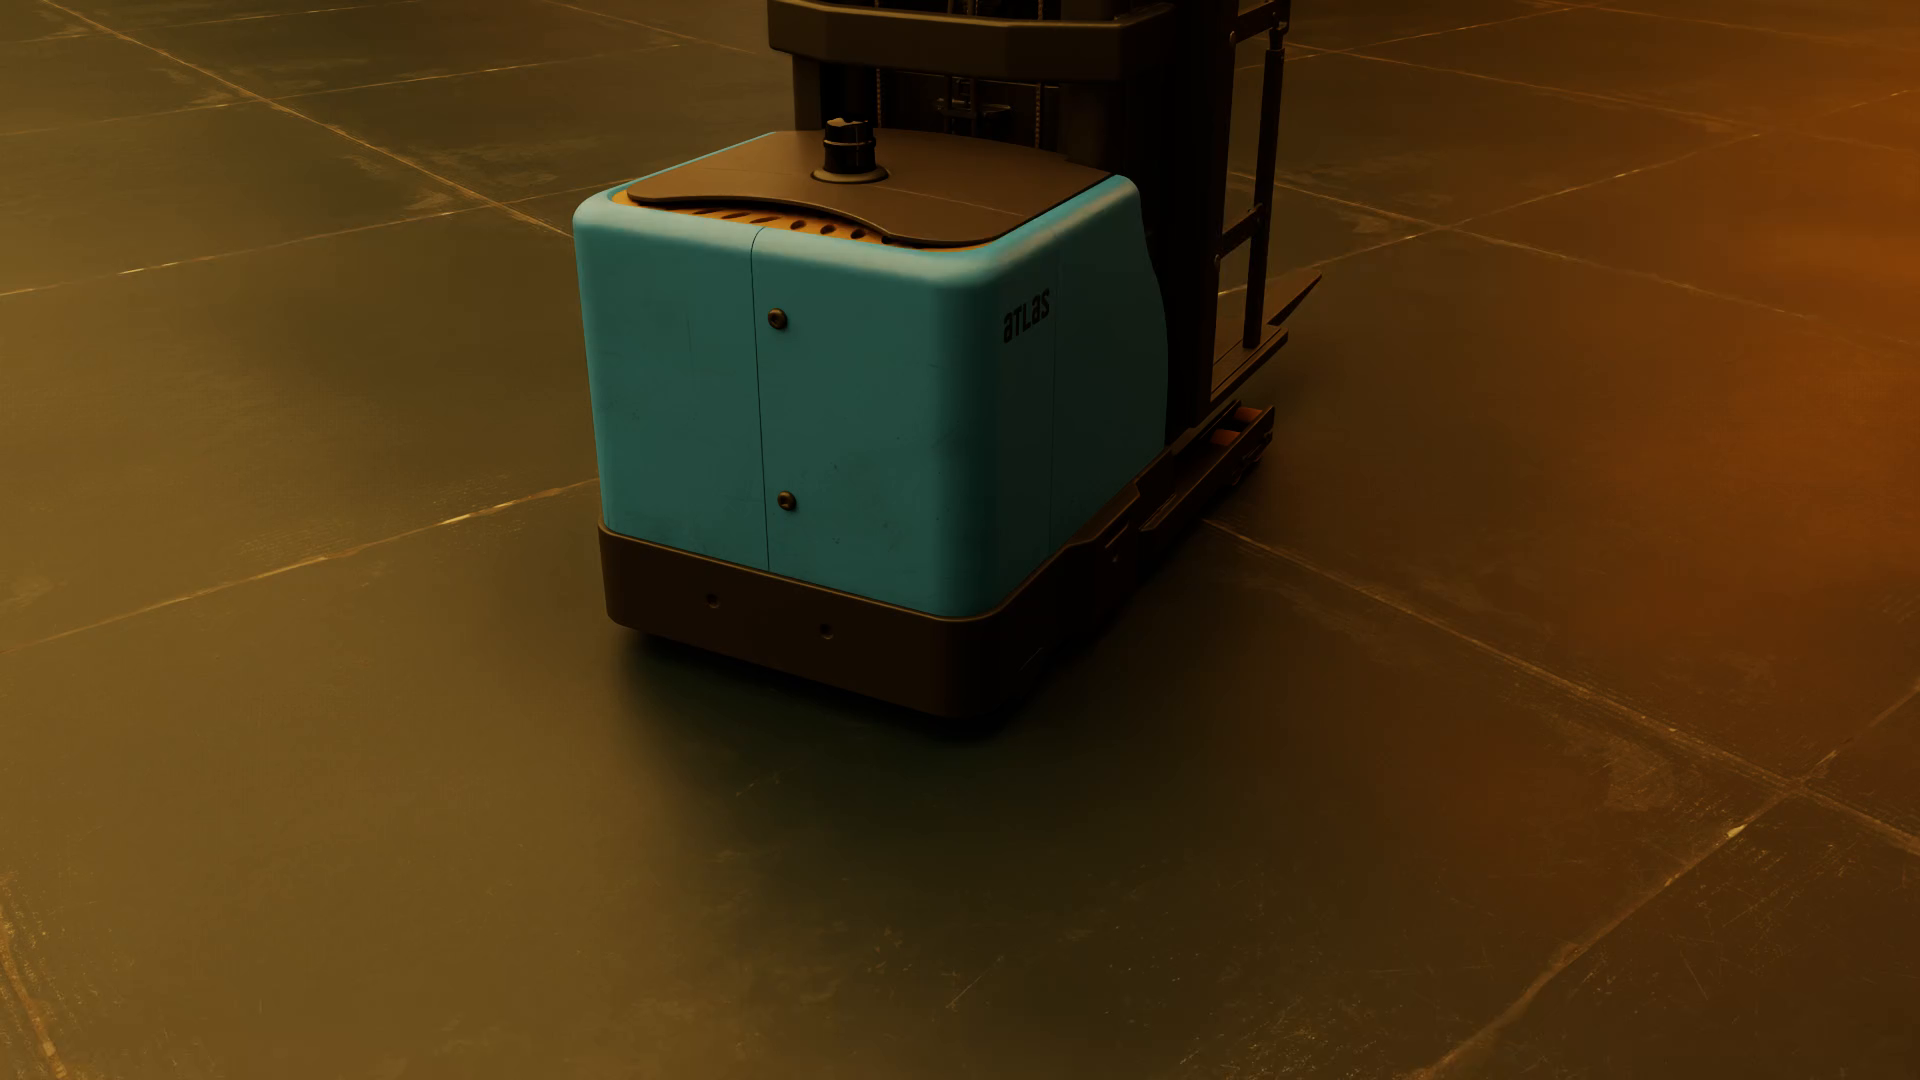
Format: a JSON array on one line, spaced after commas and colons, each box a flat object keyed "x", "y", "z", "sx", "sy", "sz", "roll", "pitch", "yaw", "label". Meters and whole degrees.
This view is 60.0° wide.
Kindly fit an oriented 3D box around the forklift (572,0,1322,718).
[{"x": 0.285, "y": -1.552, "z": 4.331, "sx": 1.130, "sy": 2.935, "sz": 3.031, "roll": 13, "pitch": 29, "yaw": 25, "label": "forklift"}]
